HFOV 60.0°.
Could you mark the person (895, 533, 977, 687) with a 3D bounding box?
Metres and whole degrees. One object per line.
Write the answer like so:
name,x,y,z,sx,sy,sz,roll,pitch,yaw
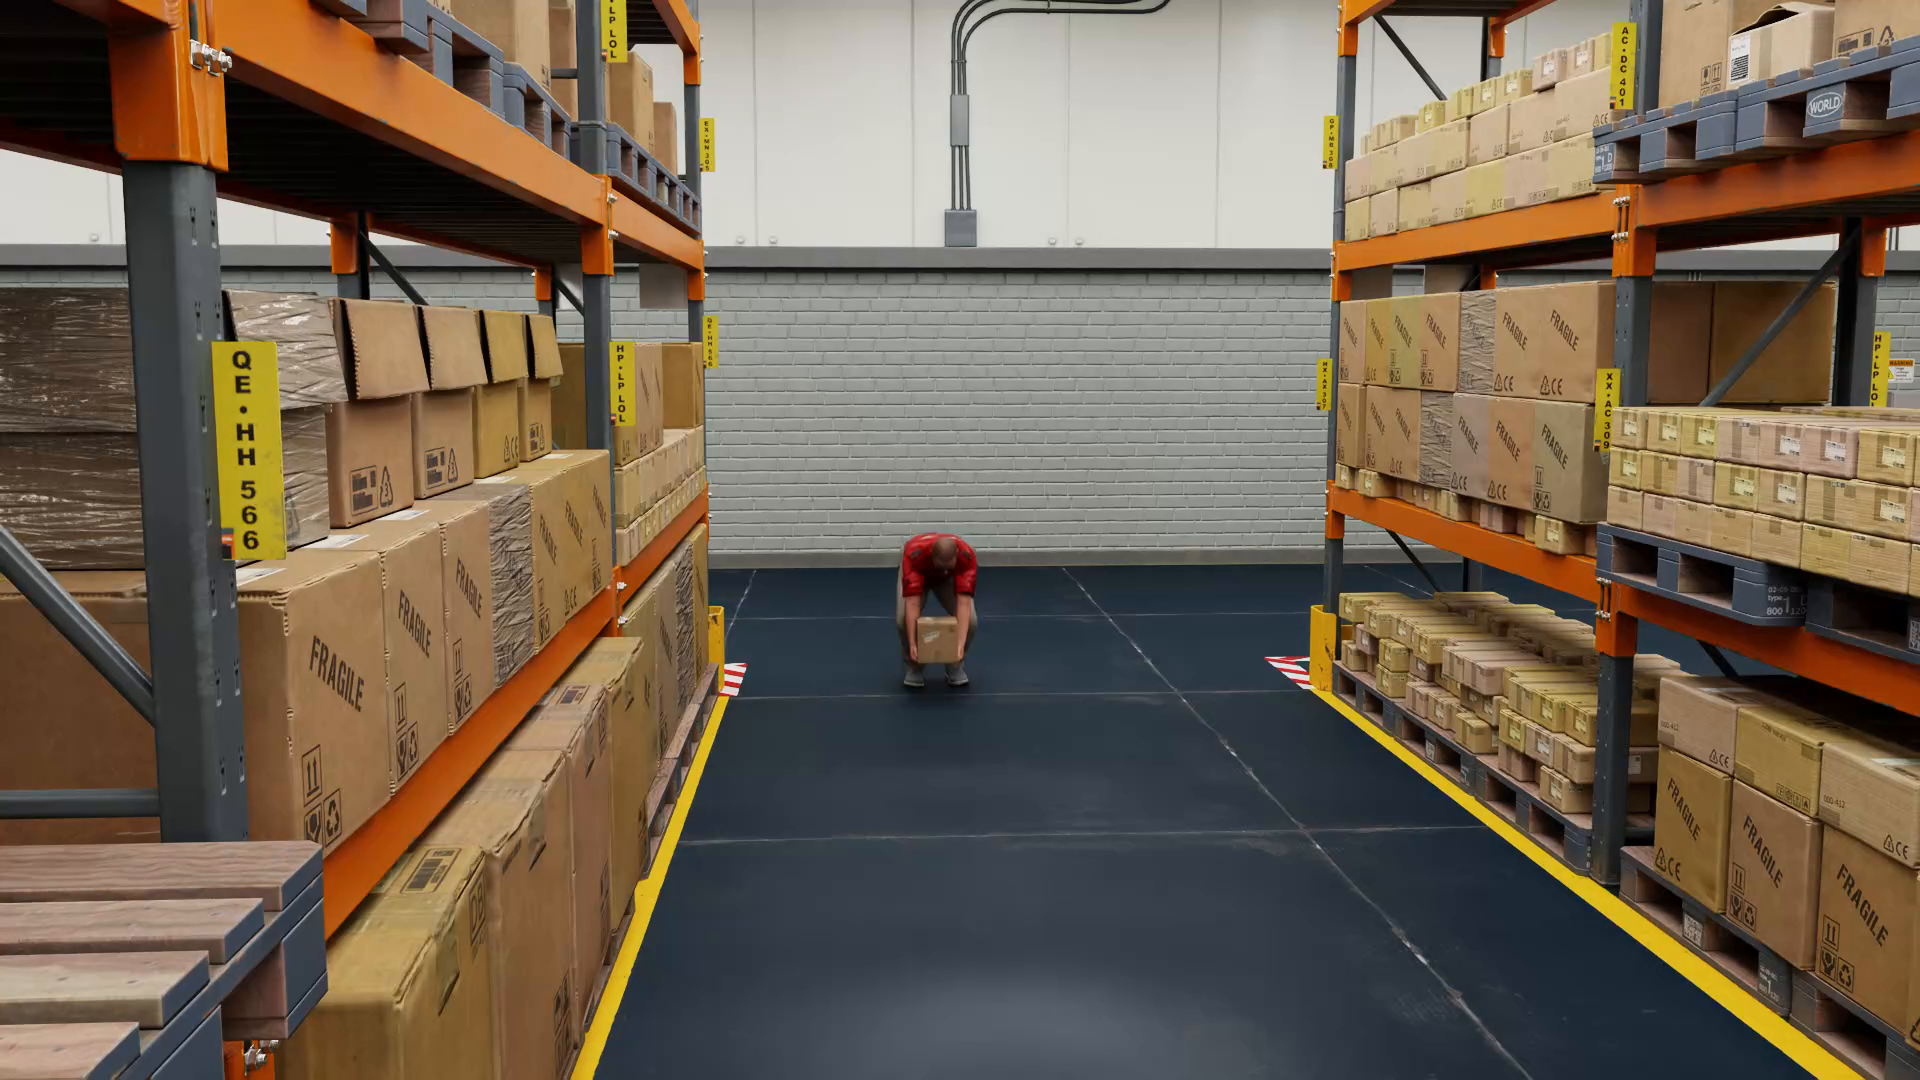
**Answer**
person,-0.148,0.442,10.609,0.531,1.020,0.943,-1,7,-6
